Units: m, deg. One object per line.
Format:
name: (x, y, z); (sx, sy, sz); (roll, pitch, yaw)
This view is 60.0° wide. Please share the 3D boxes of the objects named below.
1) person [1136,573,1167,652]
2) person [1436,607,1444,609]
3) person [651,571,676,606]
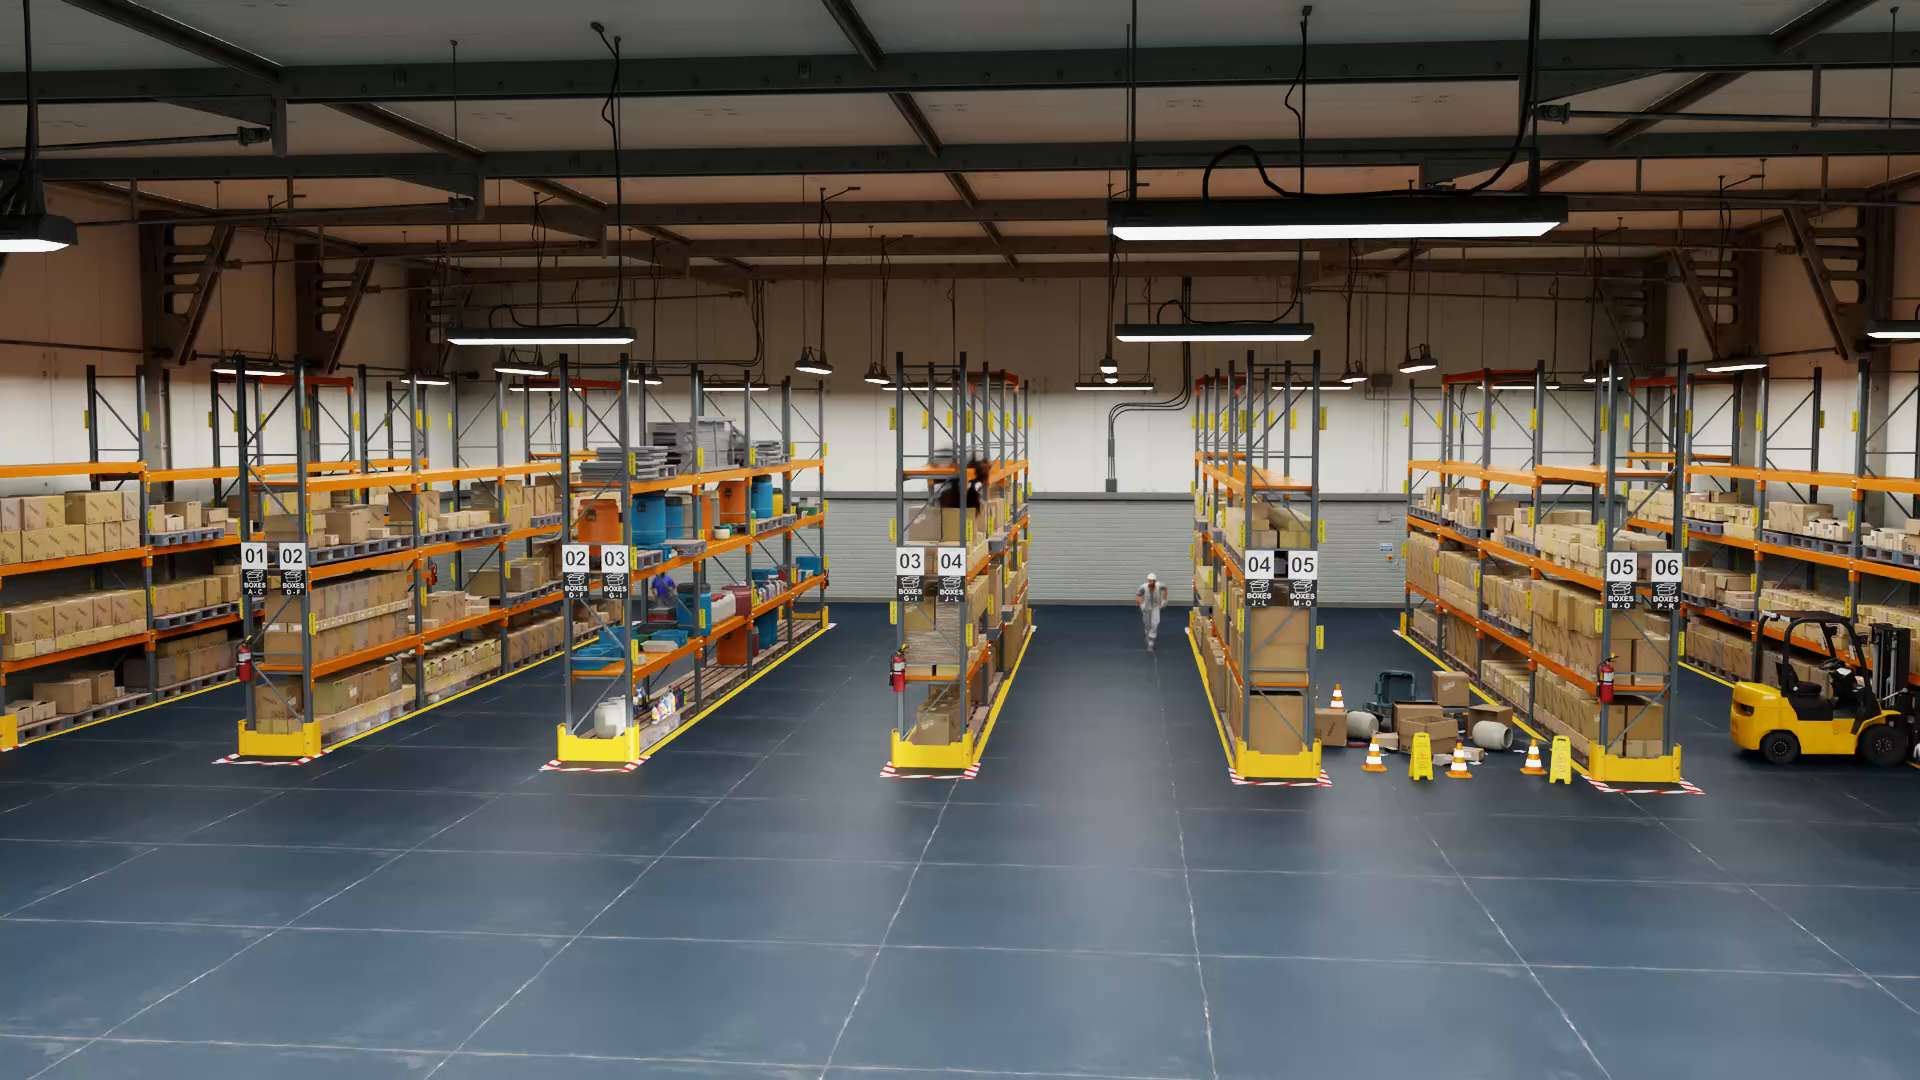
person: (4.208, 1.563, 36.640); (0.688, 1.729, 1.046); (0, 4, -1)
person: (11.725, 1.308, 40.106); (0.495, 1.710, 0.712); (4, 5, 42)
person: (-6.956, 1.430, 38.972); (0.591, 1.623, 0.725); (0, 4, -4)
